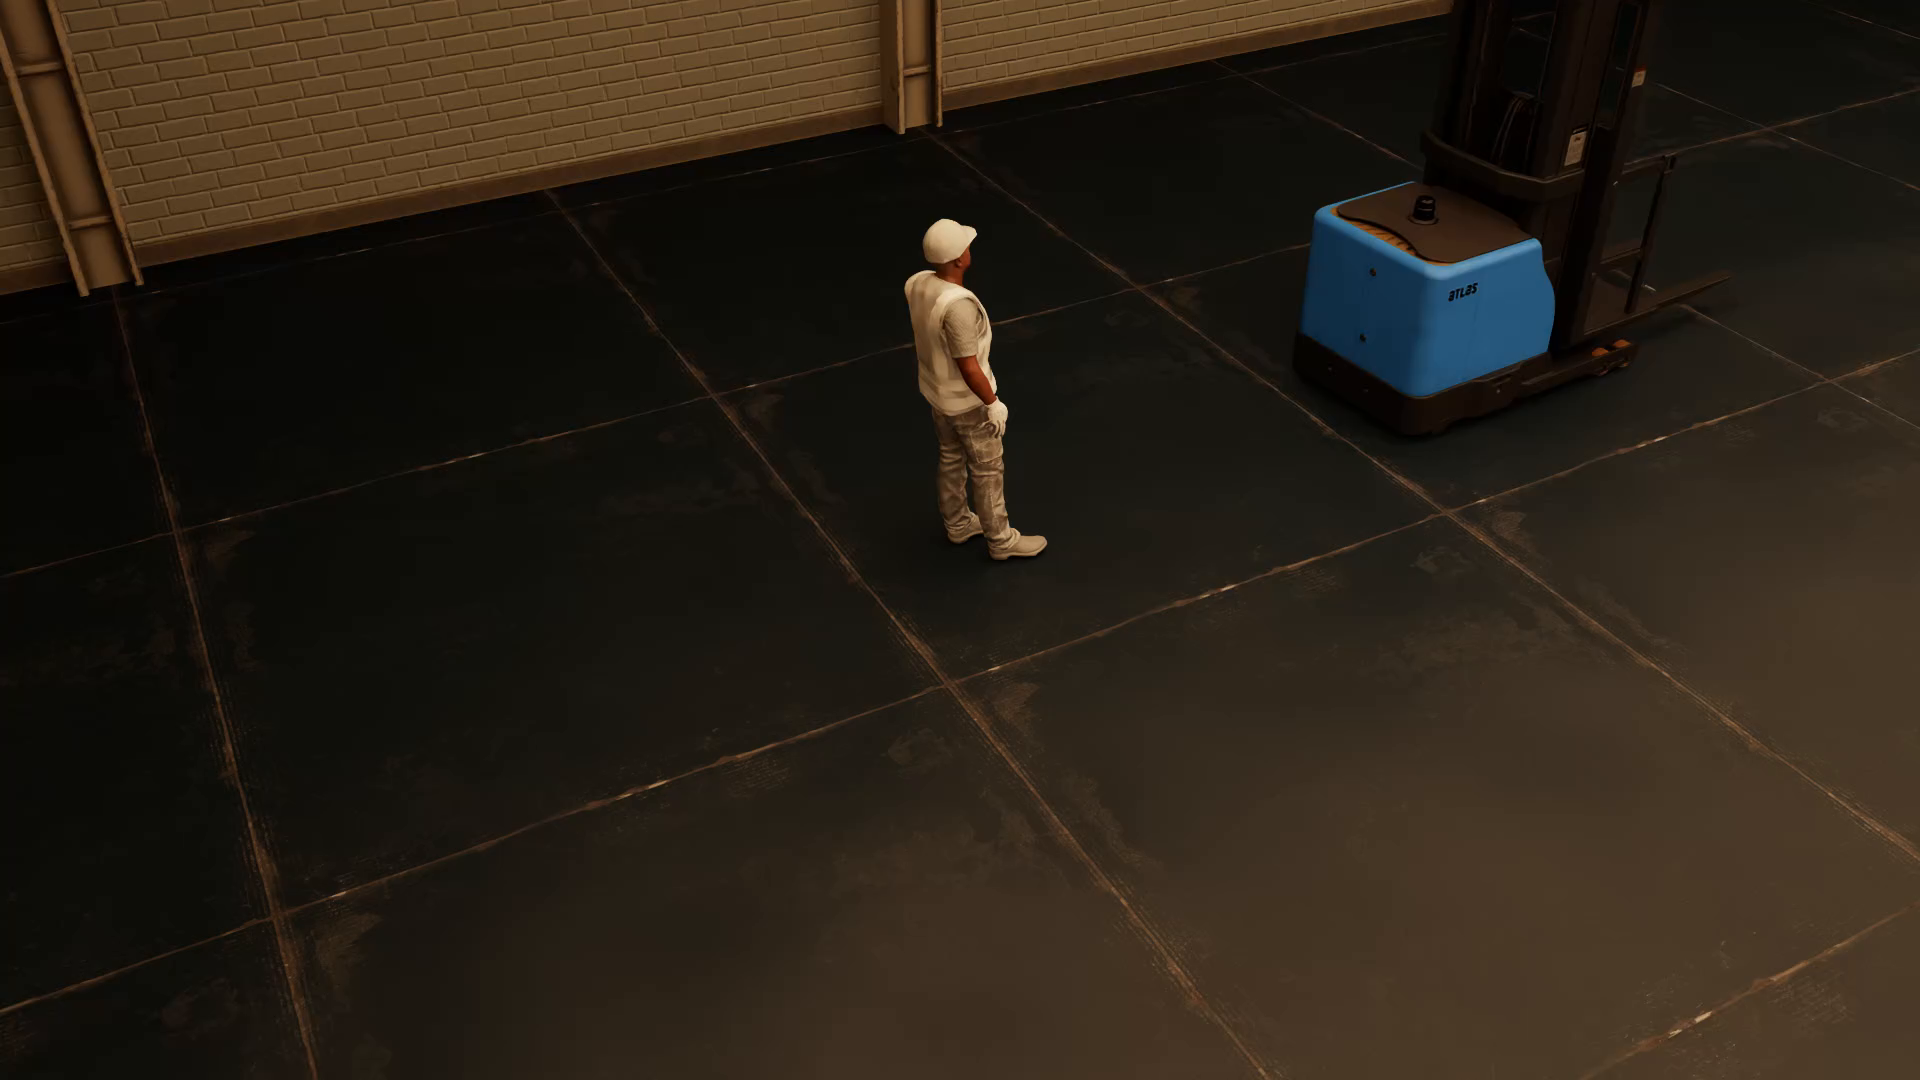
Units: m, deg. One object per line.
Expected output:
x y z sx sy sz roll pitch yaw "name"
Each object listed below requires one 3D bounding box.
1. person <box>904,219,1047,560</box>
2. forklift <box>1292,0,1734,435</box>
0.068 -0.749 8.164 0.577 1.782 0.656 -17 39 -23 "person"
3.527 -2.428 9.557 3.031 2.935 1.130 -20 40 -26 "forklift"
